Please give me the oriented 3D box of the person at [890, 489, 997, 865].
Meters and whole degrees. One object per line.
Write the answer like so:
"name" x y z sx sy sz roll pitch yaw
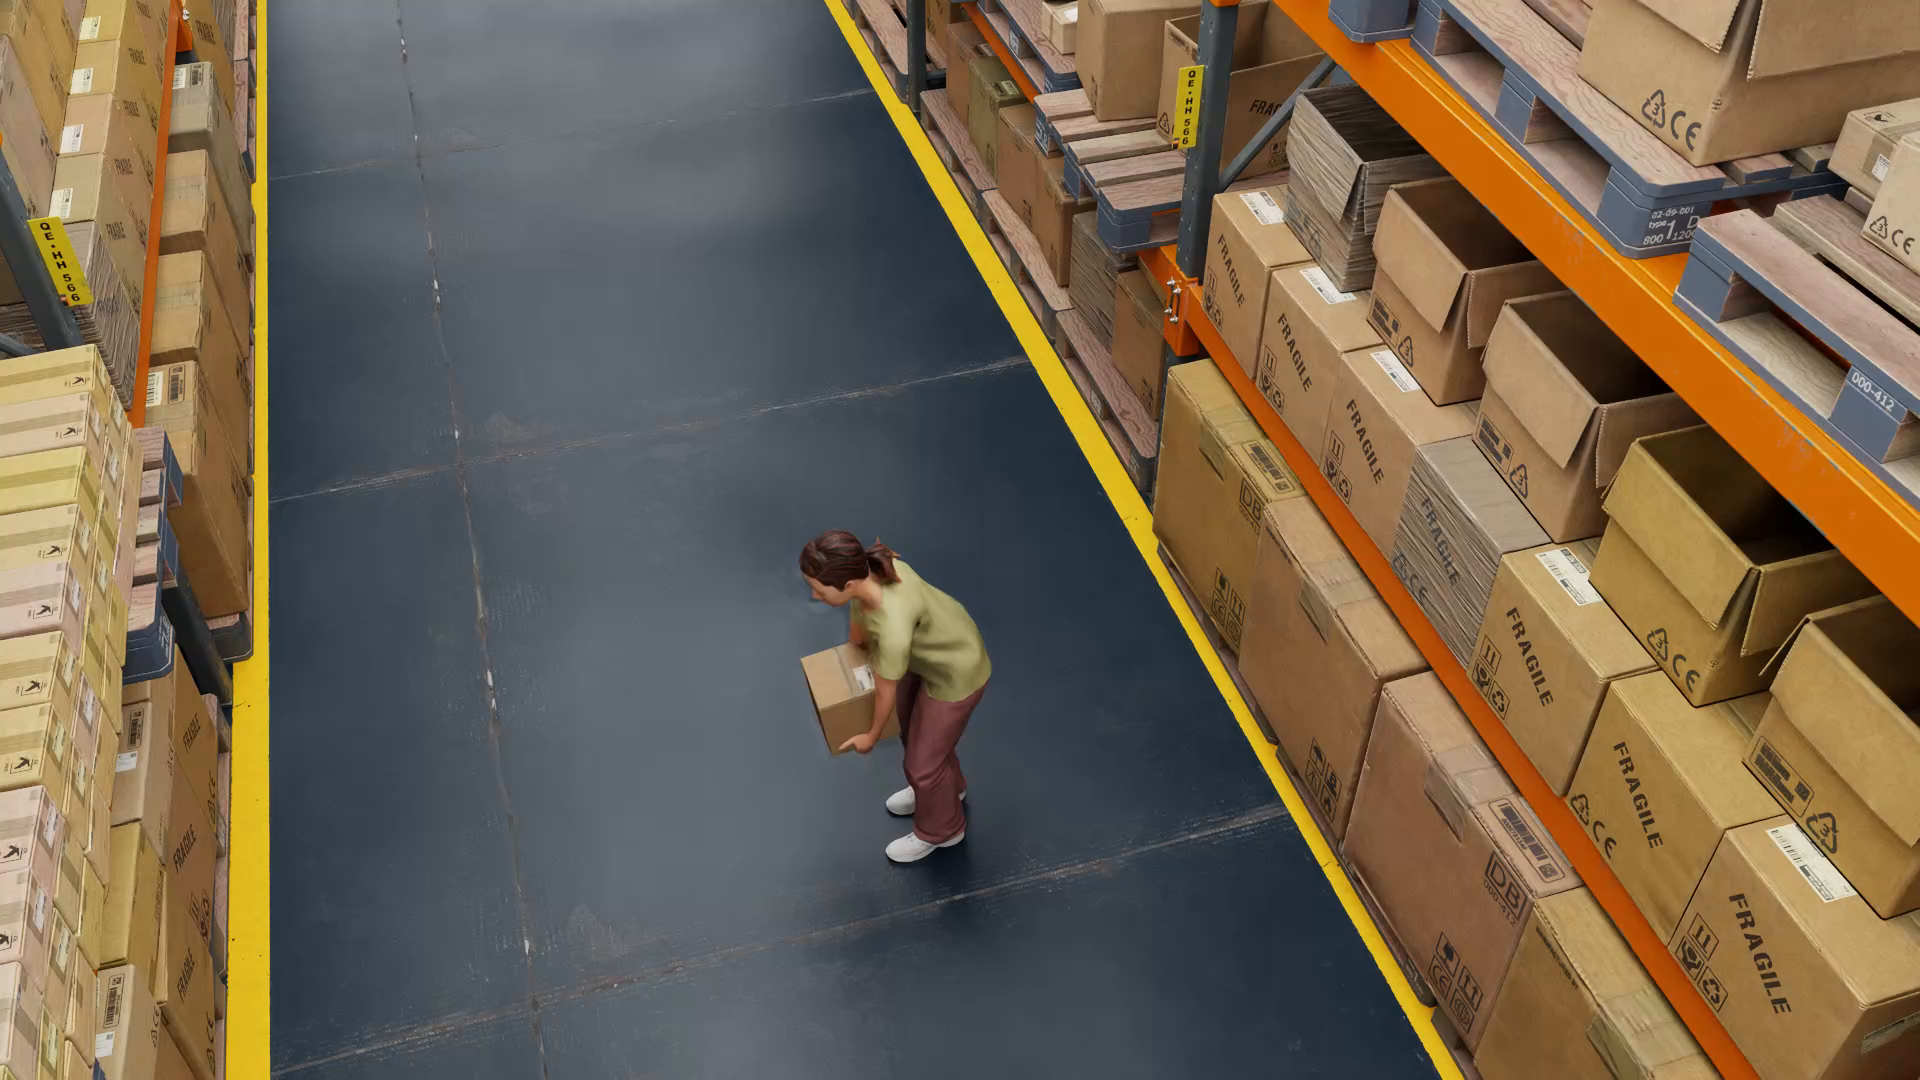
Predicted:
"person" -0.100 0.460 5.658 0.416 1.671 0.514 -14 44 -15
